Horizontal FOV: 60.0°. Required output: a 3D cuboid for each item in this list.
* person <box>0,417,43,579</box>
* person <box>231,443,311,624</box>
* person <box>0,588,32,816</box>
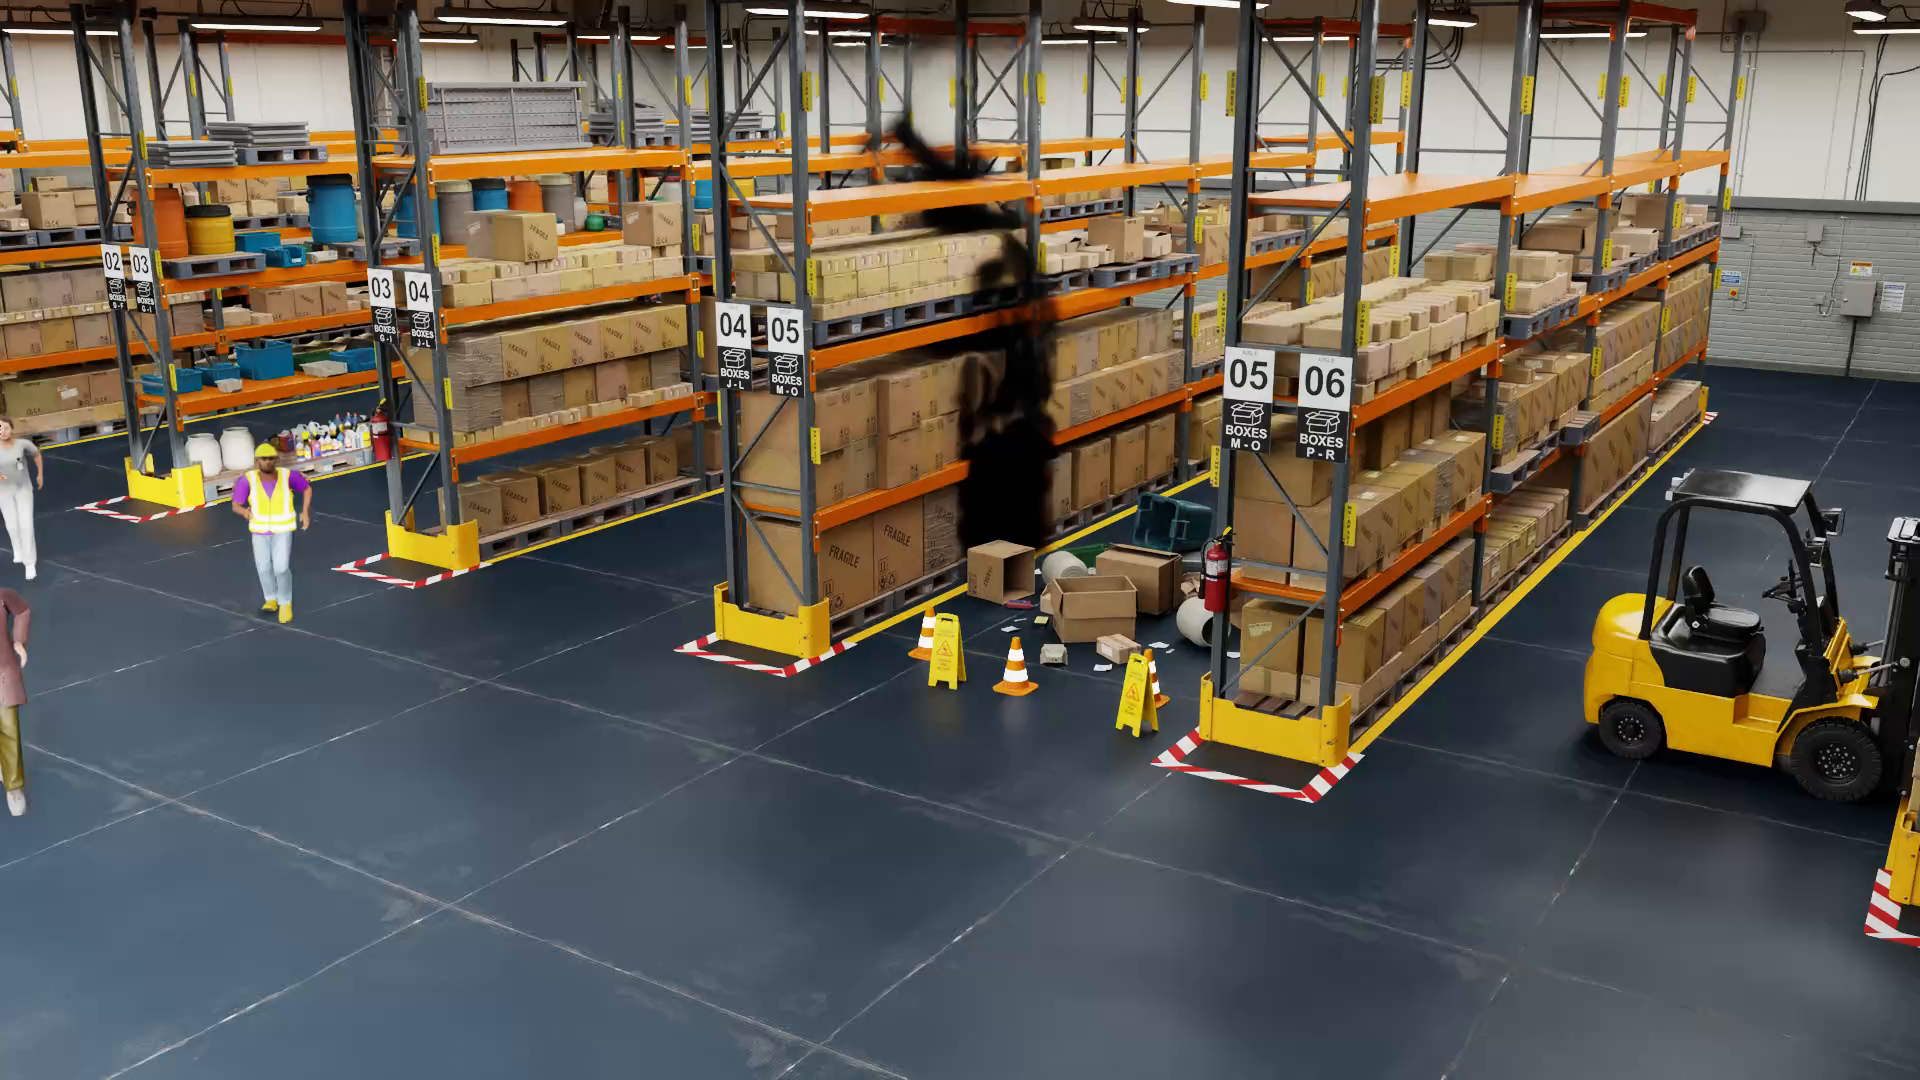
[{"bbox_3d":[-10.142,-0.488,17.859,0.583,1.715,0.829,-7,17,-25],"label":"person"},{"bbox_3d":[-6.706,-0.066,16.216,0.681,1.785,0.763,-3,16,-10],"label":"person"},{"bbox_3d":[-7.108,1.026,12.131,0.701,1.808,0.986,-8,18,-27],"label":"person"}]
